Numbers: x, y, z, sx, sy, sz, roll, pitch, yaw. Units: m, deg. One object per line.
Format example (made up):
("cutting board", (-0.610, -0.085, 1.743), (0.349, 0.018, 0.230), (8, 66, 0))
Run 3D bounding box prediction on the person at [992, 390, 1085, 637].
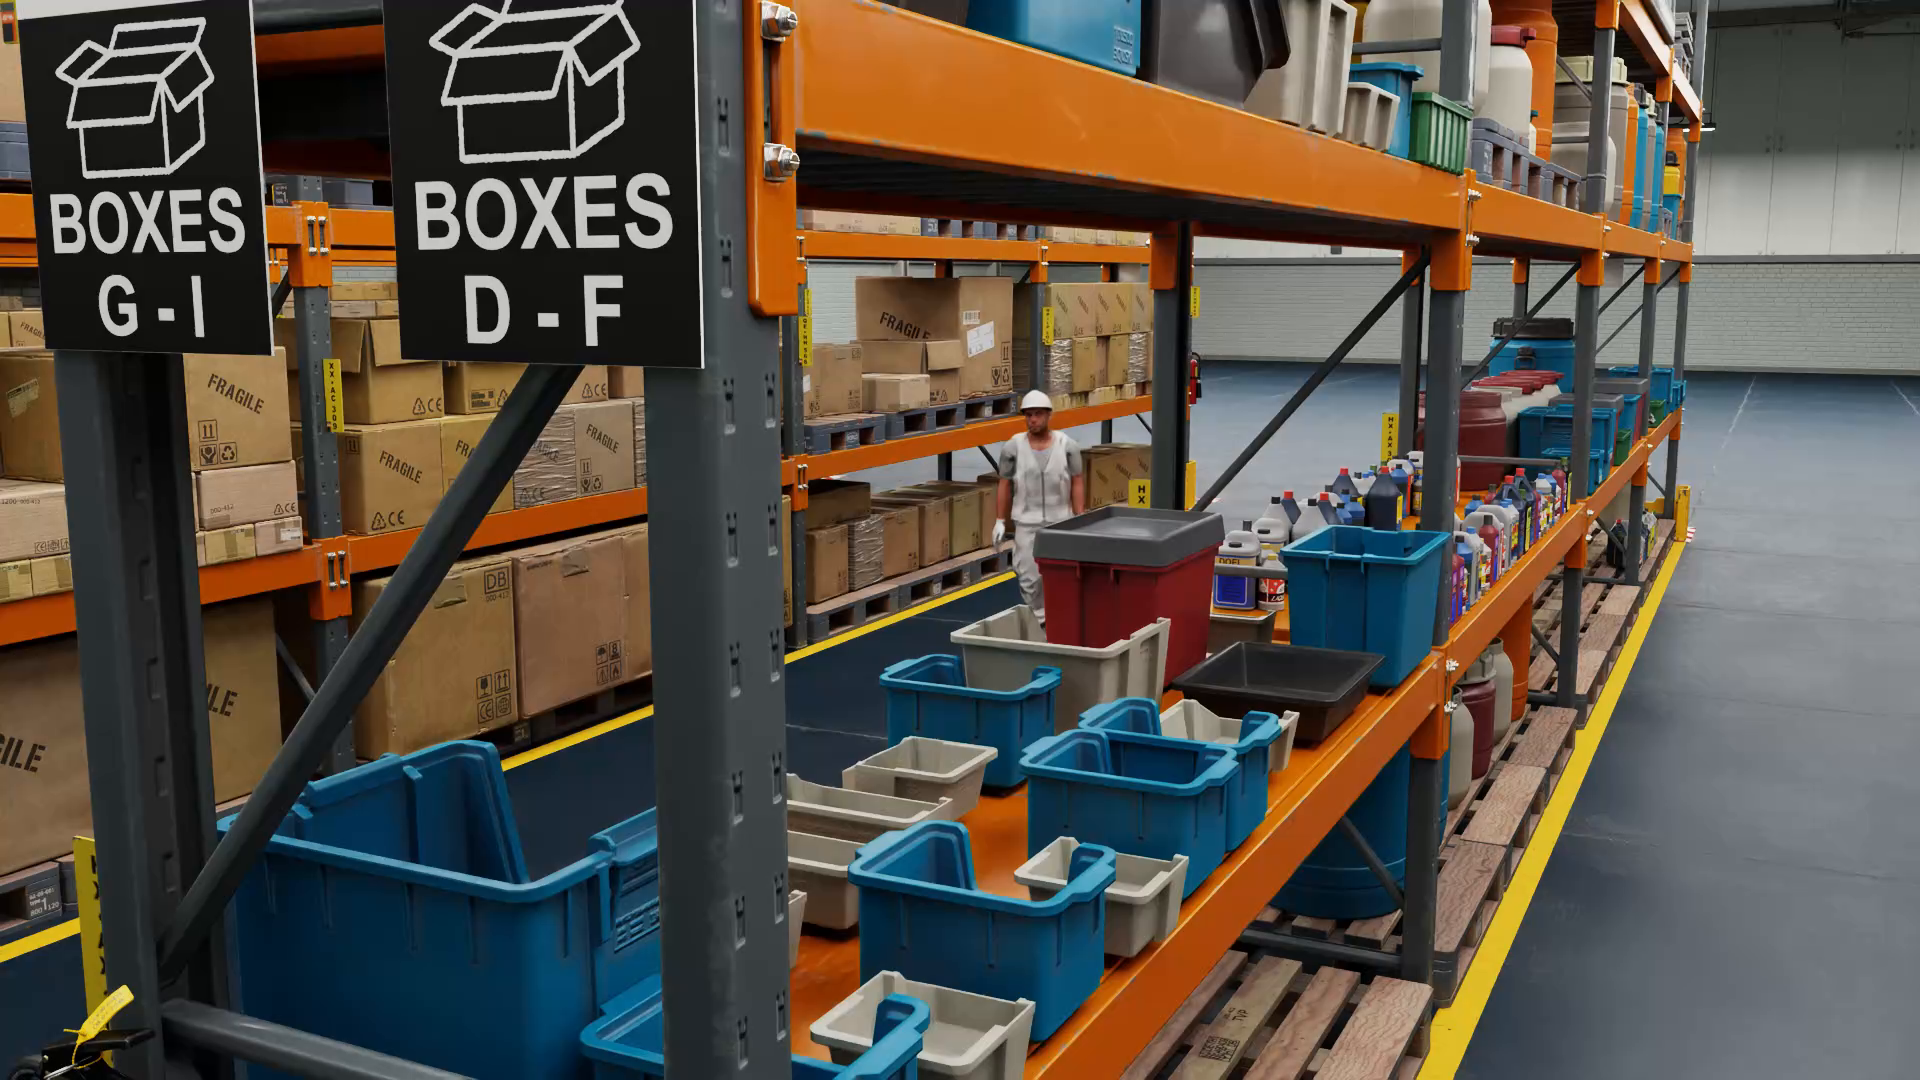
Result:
("person", (0.523, -0.103, 10.962), (0.628, 1.779, 0.605), (-1, 9, -4))
